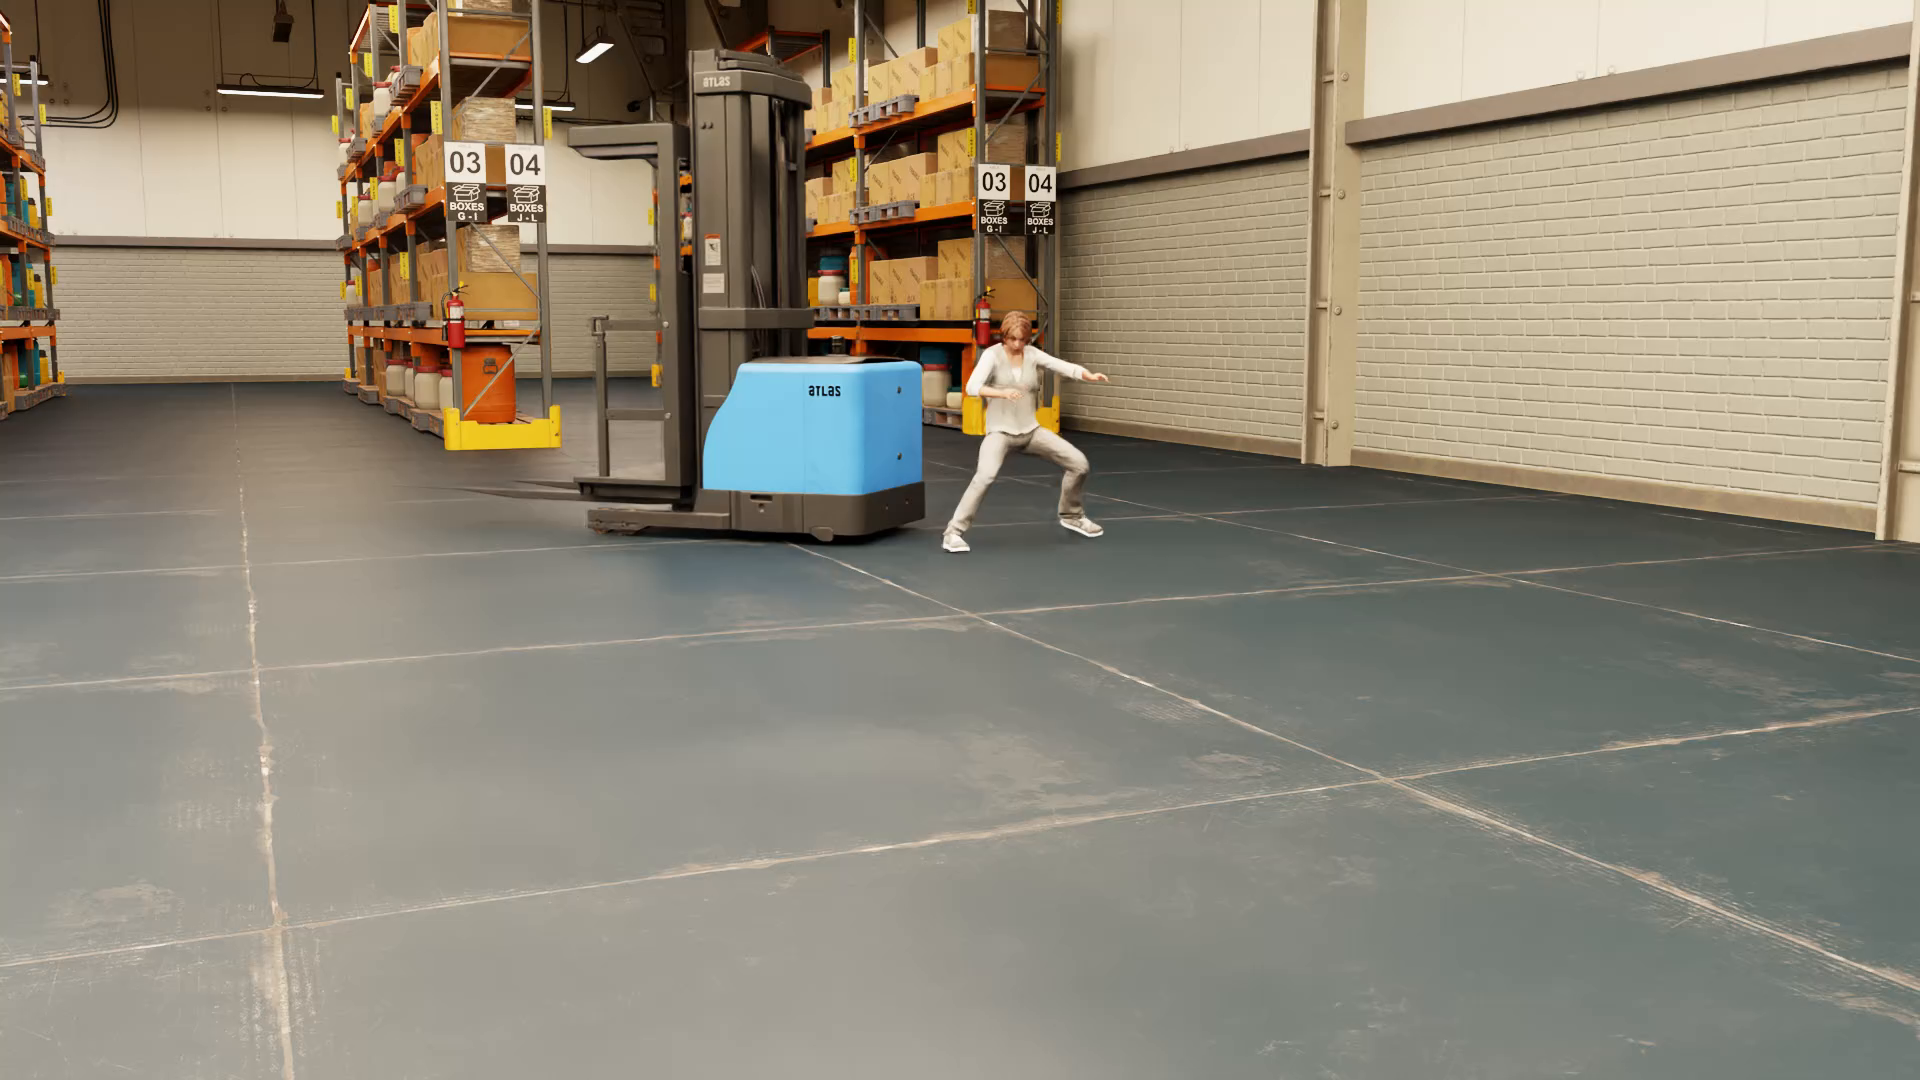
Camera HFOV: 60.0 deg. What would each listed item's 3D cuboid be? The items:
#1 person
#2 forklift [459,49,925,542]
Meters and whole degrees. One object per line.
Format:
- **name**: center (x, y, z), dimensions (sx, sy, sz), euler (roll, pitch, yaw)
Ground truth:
- **person**: center (0.390, -0.649, 9.840), dimensions (1.069, 1.368, 0.601), euler (-2, 8, -16)
- **forklift**: center (-1.795, -1.540, 10.619), dimensions (3.031, 2.935, 1.130), euler (3, 8, 22)
